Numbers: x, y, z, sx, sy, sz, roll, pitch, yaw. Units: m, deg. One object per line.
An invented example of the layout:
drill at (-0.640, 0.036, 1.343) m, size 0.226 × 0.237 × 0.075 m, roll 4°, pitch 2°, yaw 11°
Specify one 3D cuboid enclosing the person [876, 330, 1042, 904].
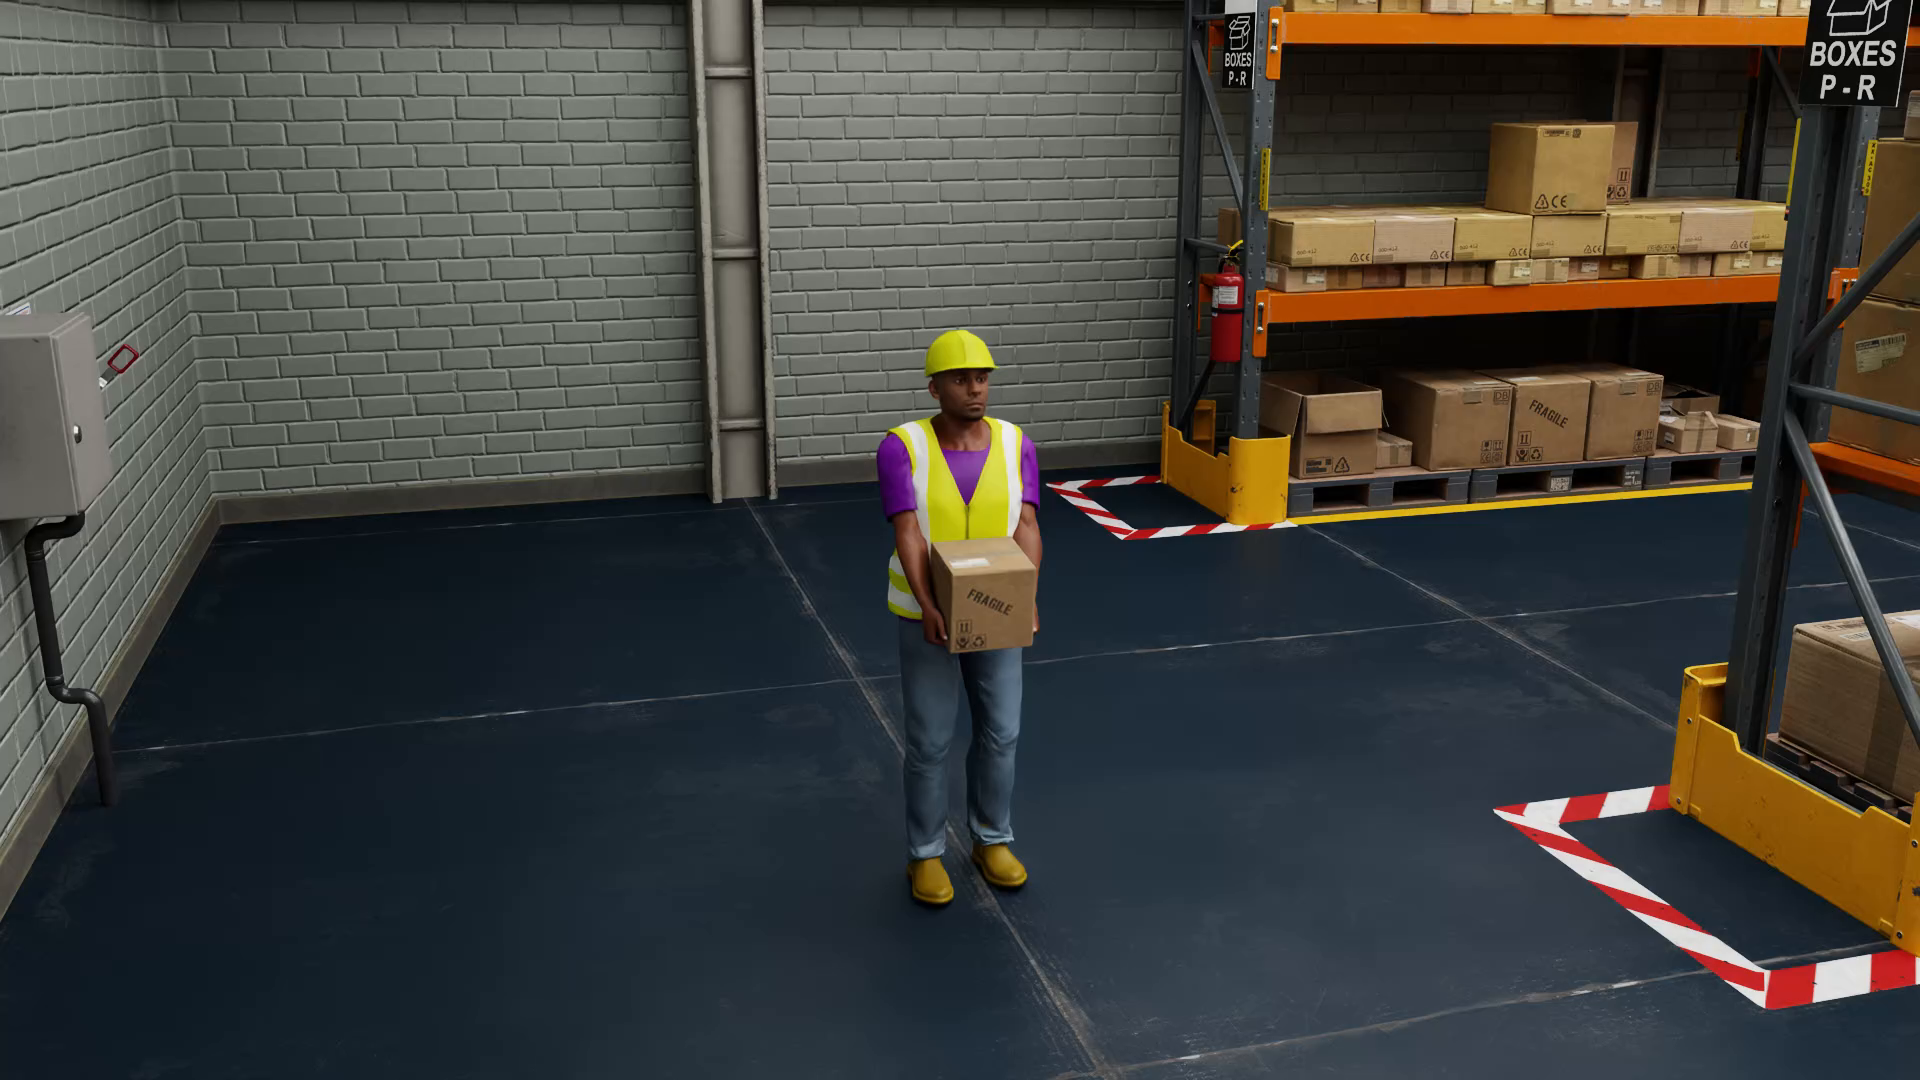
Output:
person at (0.029, 0.255, 5.100) m, size 0.503 × 1.760 × 0.577 m, roll -4°, pitch 16°, yaw -15°
